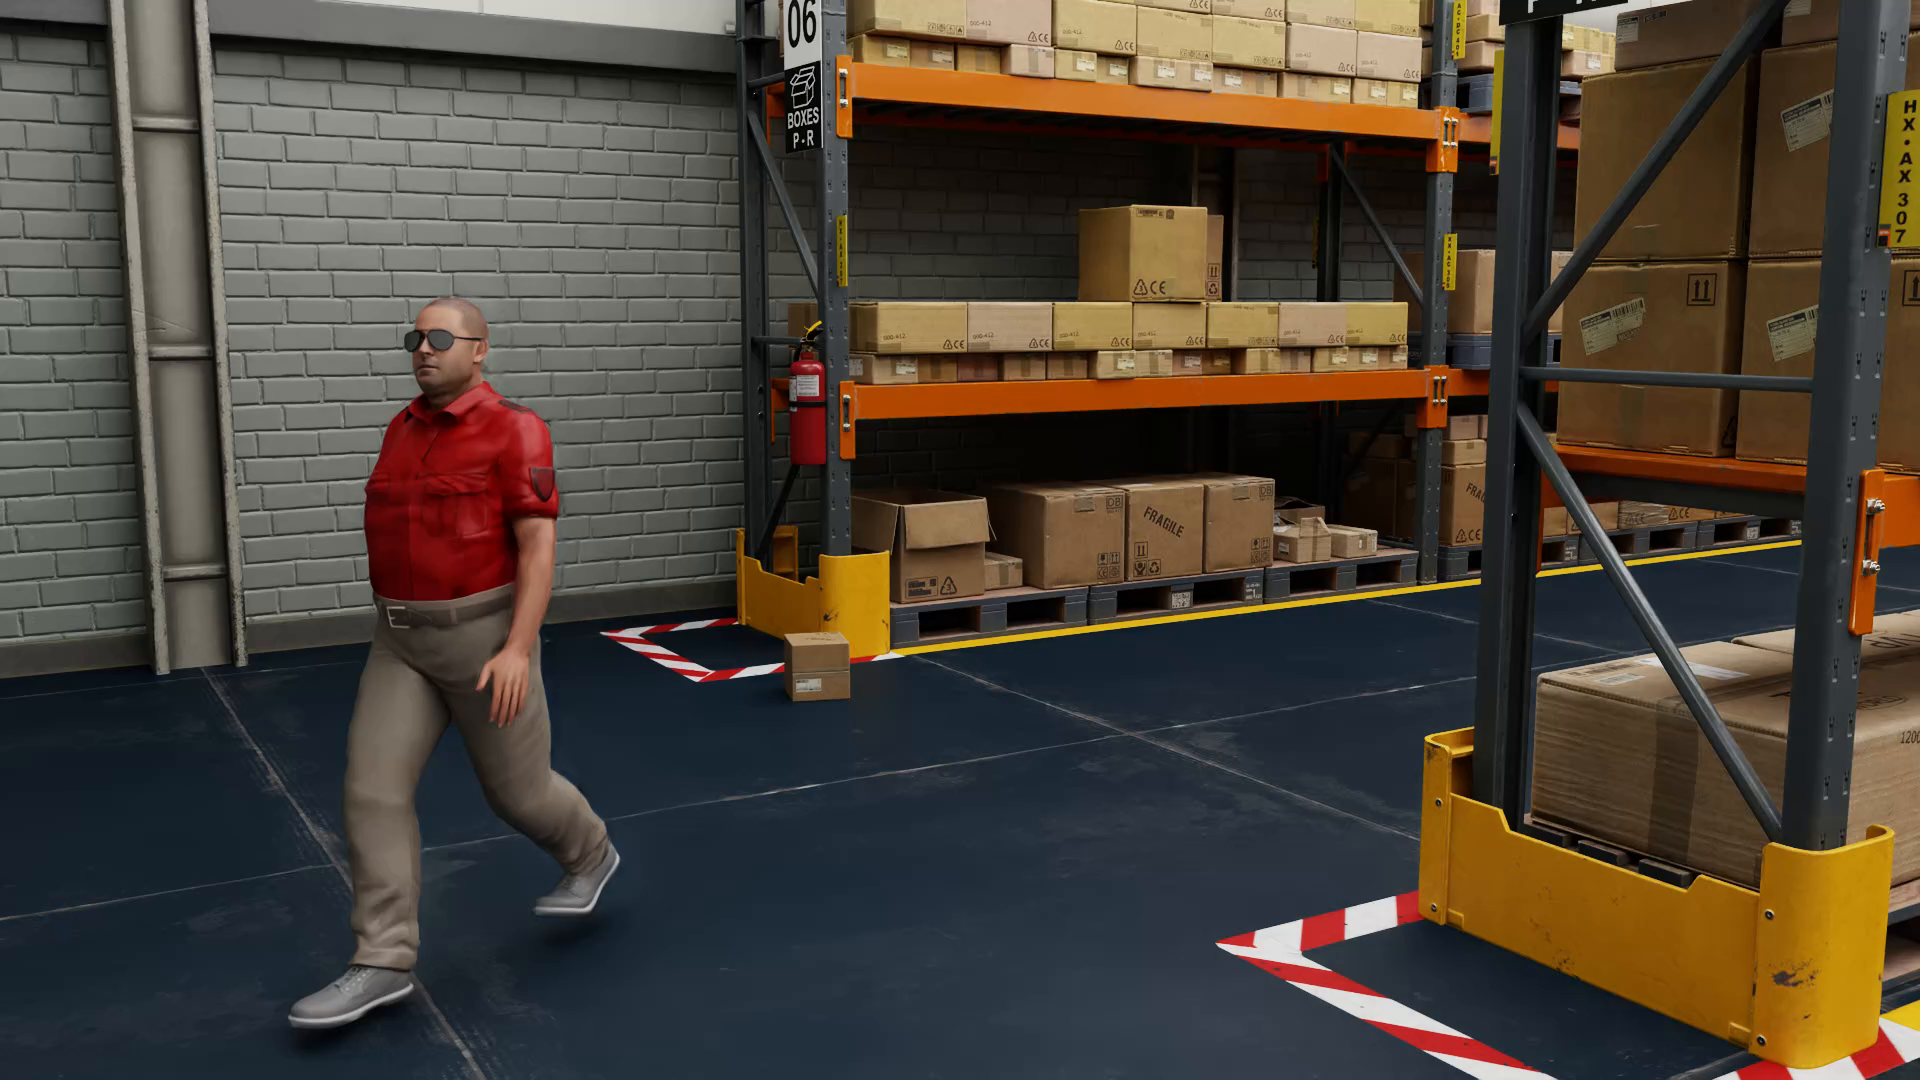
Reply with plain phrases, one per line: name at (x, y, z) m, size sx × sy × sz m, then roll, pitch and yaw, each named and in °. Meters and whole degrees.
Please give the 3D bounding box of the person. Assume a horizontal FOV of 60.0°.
person at (-1.223, 0.255, 4.076) m, size 0.553 × 1.674 × 0.978 m, roll 3°, pitch 9°, yaw 22°
